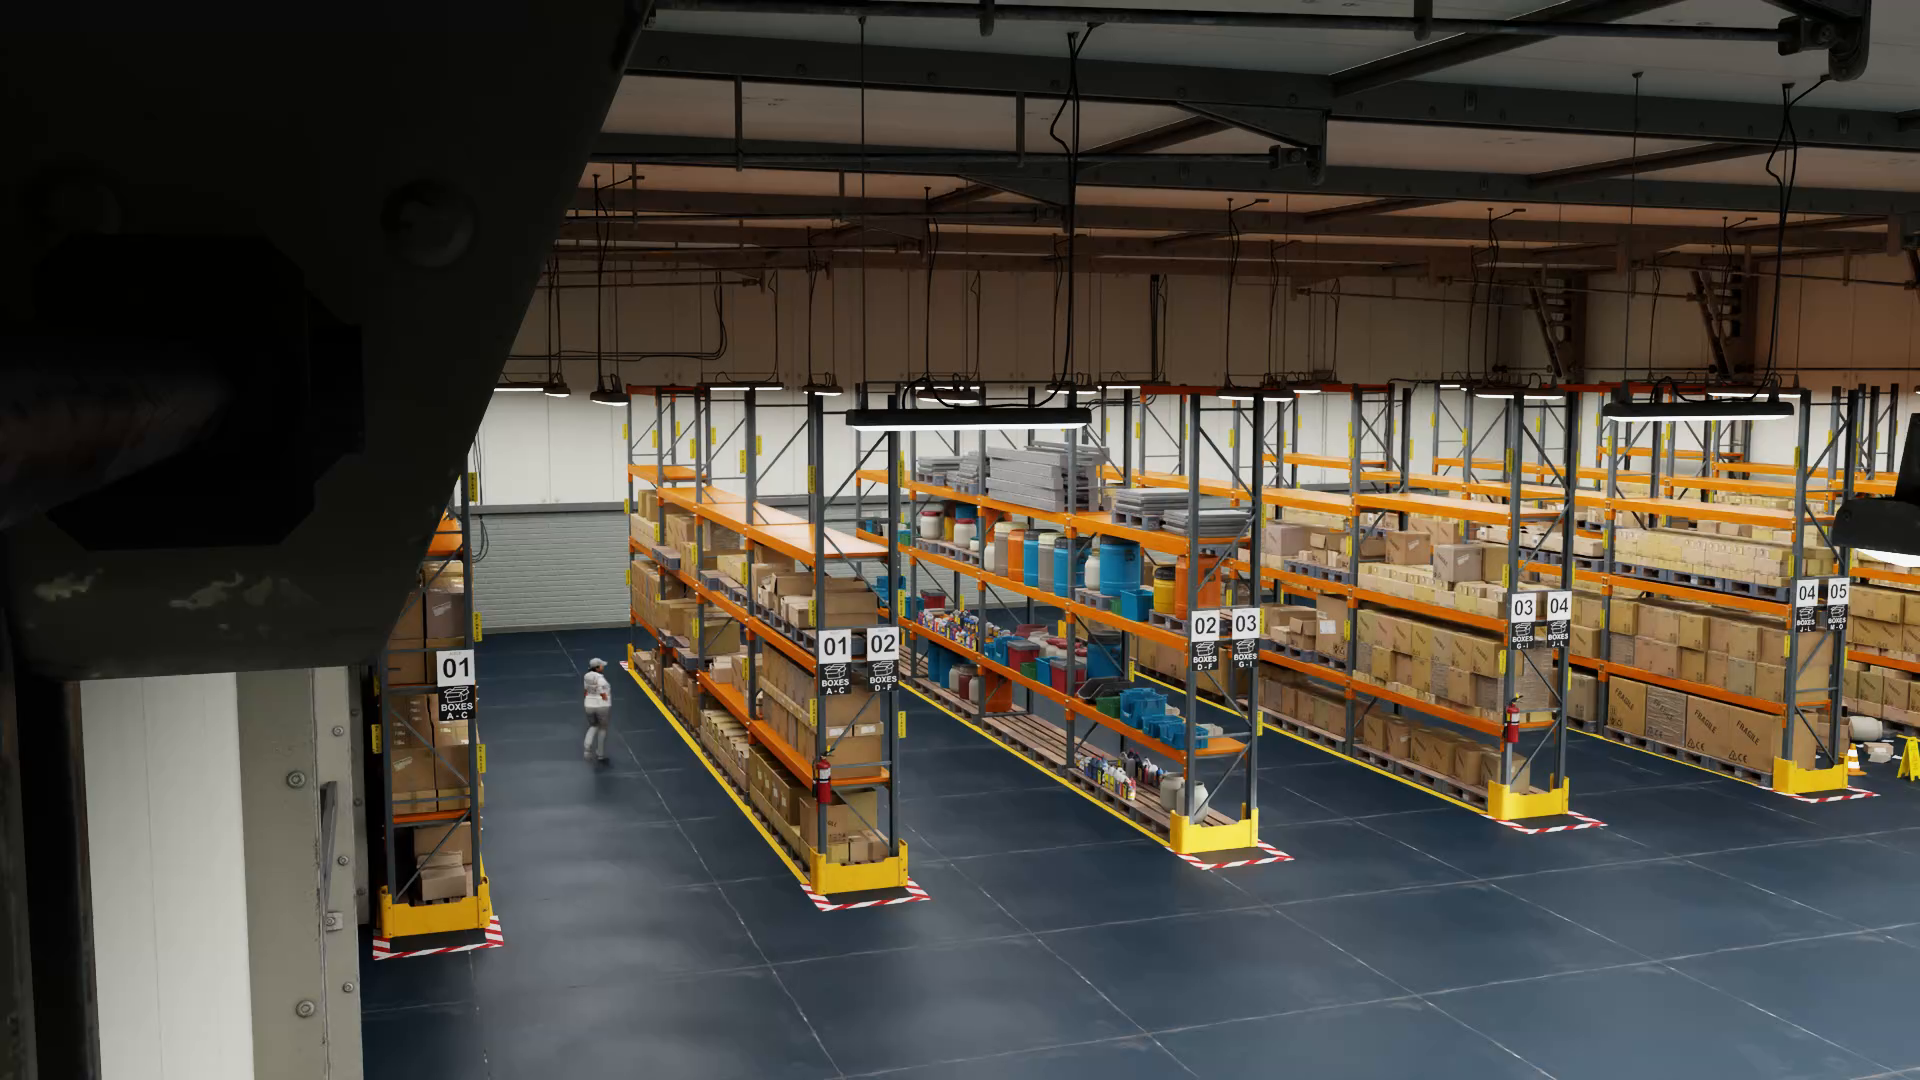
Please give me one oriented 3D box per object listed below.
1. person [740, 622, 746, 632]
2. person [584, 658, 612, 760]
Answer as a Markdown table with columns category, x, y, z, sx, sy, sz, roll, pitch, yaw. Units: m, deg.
| category | x | y | z | sx | sy | sz | roll | pitch | yaw |
| --- | --- | --- | --- | --- | --- | --- | --- | --- | --- |
| person | -5.073 | 1.405 | 39.882 | 0.502 | 1.672 | 0.569 | -1 | 6 | -10 |
| person | -5.867 | 2.723 | 26.852 | 0.492 | 1.658 | 0.476 | 2 | 6 | 17 |
